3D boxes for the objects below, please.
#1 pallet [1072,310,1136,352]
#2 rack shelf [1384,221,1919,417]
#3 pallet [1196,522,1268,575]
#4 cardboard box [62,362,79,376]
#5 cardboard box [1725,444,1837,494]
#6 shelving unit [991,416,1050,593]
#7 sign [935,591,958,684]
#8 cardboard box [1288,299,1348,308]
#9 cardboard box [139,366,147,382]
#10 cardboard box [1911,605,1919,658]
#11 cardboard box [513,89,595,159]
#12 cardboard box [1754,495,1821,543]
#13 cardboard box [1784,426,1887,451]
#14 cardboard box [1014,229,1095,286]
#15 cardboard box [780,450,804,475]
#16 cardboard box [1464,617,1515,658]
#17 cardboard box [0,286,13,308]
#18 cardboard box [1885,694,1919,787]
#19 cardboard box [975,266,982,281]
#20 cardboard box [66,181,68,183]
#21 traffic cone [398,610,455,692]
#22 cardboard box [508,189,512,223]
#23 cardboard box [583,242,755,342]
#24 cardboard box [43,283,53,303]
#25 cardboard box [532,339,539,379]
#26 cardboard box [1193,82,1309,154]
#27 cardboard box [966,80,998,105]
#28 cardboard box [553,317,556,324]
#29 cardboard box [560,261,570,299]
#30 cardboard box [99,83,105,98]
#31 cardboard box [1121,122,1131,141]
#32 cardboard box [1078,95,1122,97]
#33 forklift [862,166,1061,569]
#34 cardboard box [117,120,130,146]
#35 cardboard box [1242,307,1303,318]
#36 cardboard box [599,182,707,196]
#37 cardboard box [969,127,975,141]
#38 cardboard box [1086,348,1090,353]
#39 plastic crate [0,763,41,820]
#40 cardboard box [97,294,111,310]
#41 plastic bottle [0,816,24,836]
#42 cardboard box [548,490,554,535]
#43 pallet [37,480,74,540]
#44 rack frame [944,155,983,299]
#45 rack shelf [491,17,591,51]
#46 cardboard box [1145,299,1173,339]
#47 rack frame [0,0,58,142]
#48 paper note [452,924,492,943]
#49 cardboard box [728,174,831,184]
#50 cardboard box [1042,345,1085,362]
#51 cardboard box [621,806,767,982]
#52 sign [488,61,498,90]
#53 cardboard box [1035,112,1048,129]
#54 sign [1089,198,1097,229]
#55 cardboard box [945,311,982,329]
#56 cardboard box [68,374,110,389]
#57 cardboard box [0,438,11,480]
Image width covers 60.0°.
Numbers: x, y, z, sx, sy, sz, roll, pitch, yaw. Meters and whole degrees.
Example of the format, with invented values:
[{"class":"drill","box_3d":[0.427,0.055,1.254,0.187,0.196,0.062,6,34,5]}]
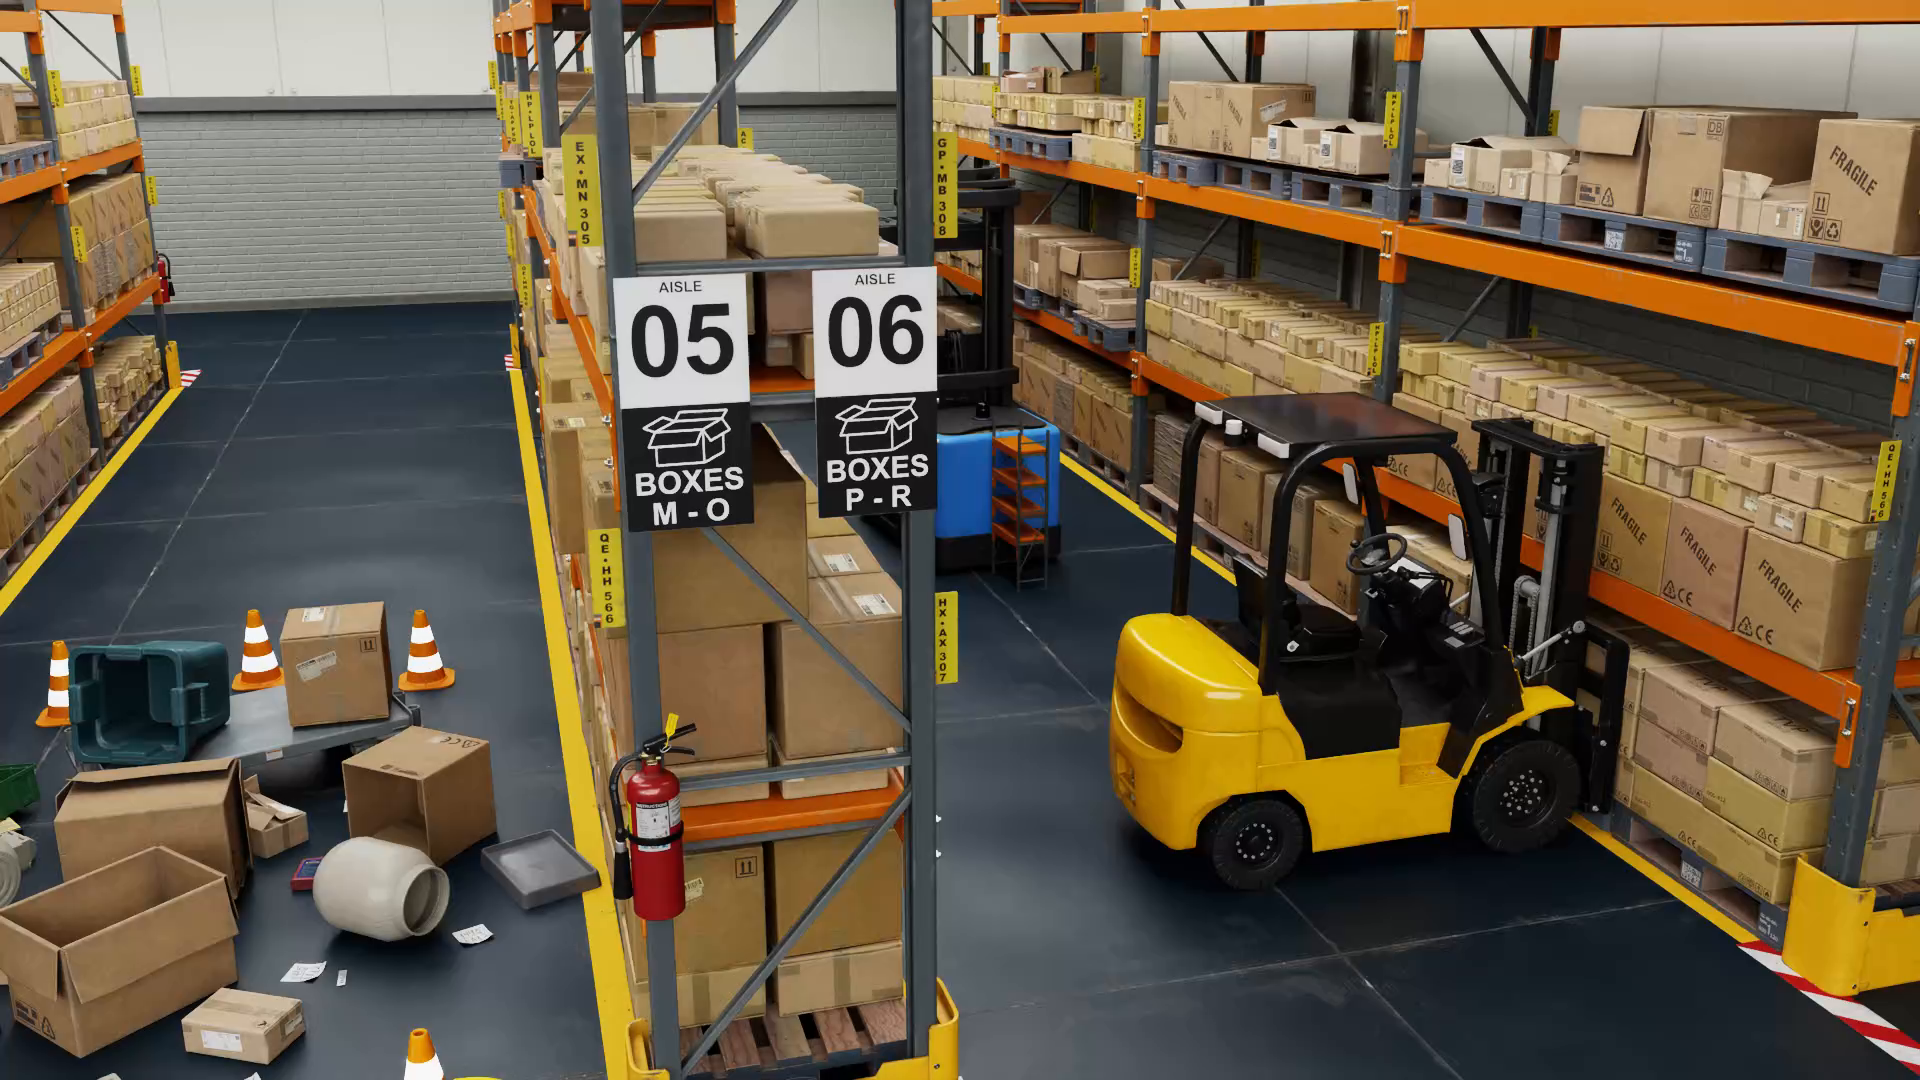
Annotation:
[{"class":"pallet","box_3d":[1.741,-1.906,14.916,1.213,0.211,1.003,-5,17,-15]},{"class":"rack shelf","box_3d":[3.643,-1.248,8.430,1.077,0.370,4.000,-5,17,-15]},{"class":"pallet","box_3d":[2.515,0.087,12.794,1.003,0.211,1.213,-5,17,-15]},{"class":"cardboard box","box_3d":[-9.348,-1.740,17.223,0.380,0.149,0.250,-5,17,-15]},{"class":"cardboard box","box_3d":[3.696,-0.322,7.493,0.380,0.149,0.250,-4,17,-14]},{"class":"shelving unit","box_3d":[0.440,-0.265,12.250,0.258,1.200,0.503,-6,18,-20]},{"class":"sign","box_3d":[-0.057,0.333,5.625,0.100,0.325,0.005,-5,17,-15]},{"class":"cardboard box","box_3d":[2.751,-1.757,12.786,0.380,0.149,0.250,-5,17,-16]},{"class":"cardboard box","box_3d":[-8.989,-1.785,17.888,0.380,0.149,0.250,-4,17,-14]},{"class":"cardboard box","box_3d":[4.324,0.190,7.431,0.500,0.500,0.500,-4,17,-13]},{"class":"cardboard box","box_3d":[-3.026,-3.202,12.774,0.797,0.503,0.637,-6,18,-19]},{"class":"cardboard box","box_3d":[3.730,-0.104,7.282,0.380,0.149,0.250,-4,17,-14]},{"class":"cardboard box","box_3d":[4.127,-0.430,7.852,0.380,0.149,0.250,-5,17,-15]},{"class":"cardboard box","box_3d":[0.955,-2.876,16.910,0.700,0.500,0.500,-5,17,-15]},{"class":"cardboard box","box_3d":[-1.021,-0.118,7.940,0.500,0.500,0.500,-4,17,-14]},{"class":"cardboard box","box_3d":[3.197,0.604,9.407,0.500,0.250,0.500,-5,17,-16]},{"class":"cardboard box","box_3d":[-7.877,-1.945,13.384,0.380,0.149,0.250,-5,17,-16]},{"class":"cardboard box","box_3d":[4.243,0.886,7.600,0.500,0.250,0.500,-5,17,-16]},{"class":"cardboard box","box_3d":[0.378,-3.010,18.697,0.380,0.149,0.250,-4,17,-14]},{"class":"cardboard box","box_3d":[-9.573,-3.455,17.312,0.500,0.500,0.500,-5,17,-16]},{"class":"traffic cone","box_3d":[-3.365,0.667,10.428,0.336,0.463,0.334,-5,17,-15]},{"class":"cardboard box","box_3d":[-4.682,-3.585,18.260,0.500,0.500,0.500,-5,17,-15]},{"class":"cardboard box","box_3d":[-0.978,-0.837,5.554,0.500,0.250,0.500,-5,17,-16]},{"class":"cardboard box","box_3d":[-8.235,-2.165,14.637,0.380,0.149,0.250,-5,17,-15]},{"class":"cardboard box","box_3d":[-3.166,-1.470,13.392,0.500,0.250,0.500,-5,18,-17]},{"class":"cardboard box","box_3d":[2.194,-3.198,12.593,0.700,0.500,0.500,-5,17,-16]},{"class":"cardboard box","box_3d":[0.377,-4.929,18.308,0.500,0.250,0.500,-5,17,-16]},{"class":"cardboard box","box_3d":[-2.322,-1.391,10.322,0.380,0.149,0.250,-5,18,-18]},{"class":"cardboard box","box_3d":[-1.558,-1.163,7.332,0.380,0.149,0.250,-5,17,-16]},{"class":"cardboard box","box_3d":[-9.100,-4.656,17.223,0.380,0.149,0.250,-5,17,-17]},{"class":"cardboard box","box_3d":[1.613,-3.524,14.323,0.380,0.149,0.250,-5,17,-17]},{"class":"cardboard box","box_3d":[1.369,-4.271,16.258,0.380,0.149,0.250,-5,18,-17]},{"class":"forklift","box_3d":[-0.221,-1.571,13.588,1.130,2.935,3.031,-6,18,-20]},{"class":"cardboard box","box_3d":[-9.181,-4.335,17.717,0.500,0.250,0.500,-5,17,-15]},{"class":"cardboard box","box_3d":[2.328,-1.642,12.404,0.380,0.149,0.250,-5,17,-15]},{"class":"cardboard box","box_3d":[-1.158,-1.264,6.282,0.380,0.149,0.250,-5,17,-15]},{"class":"cardboard box","box_3d":[0.320,-4.526,18.528,0.380,0.149,0.250,-5,17,-15]},{"class":"cardboard box","box_3d":[1.522,-1.950,17.218,0.380,0.149,0.250,-6,18,-18]},{"class":"plastic crate","box_3d":[-5.102,1.367,8.475,0.450,0.188,0.662,-6,15,16]},{"class":"cardboard box","box_3d":[-8.713,-2.379,16.595,0.380,0.149,0.250,-4,17,-14]},{"class":"plastic bottle","box_3d":[-4.882,1.468,8.459,0.283,0.061,0.133,16,23,42]},{"class":"cardboard box","box_3d":[-2.631,-0.208,12.768,0.950,0.372,0.625,-6,18,-19]},{"class":"pallet","box_3d":[-8.054,-0.221,13.820,1.003,0.211,1.213,-5,17,-15]},{"class":"rack frame","box_3d":[-0.204,-4.029,21.650,1.000,3.000,0.127,-5,17,-15]},{"class":"rack shelf","box_3d":[-4.426,-5.419,17.796,1.077,0.370,4.000,-5,17,-15]},{"class":"cardboard box","box_3d":[1.858,-1.839,13.753,0.500,0.250,0.500,-5,17,-15]},{"class":"rack frame","box_3d":[-8.608,-4.983,14.398,1.000,3.000,0.127,-5,17,-15]},{"class":"paper note","box_3d":[-2.195,1.774,7.494,0.142,0.019,0.148,-12,20,-34]},{"class":"cardboard box","box_3d":[-0.725,-1.380,6.667,0.380,0.149,0.250,-4,17,-14]},{"class":"cardboard box","box_3d":[1.058,-1.901,17.055,0.380,0.149,0.250,-5,17,-16]},{"class":"cardboard box","box_3d":[-1.049,1.346,6.503,0.500,0.500,0.500,-5,17,-15]},{"class":"sign","box_3d":[-5.511,-5.486,19.631,0.100,0.325,0.005,-5,17,-15]},{"class":"cardboard box","box_3d":[0.939,-4.020,15.940,0.380,0.149,0.250,-4,17,-14]},{"class":"sign","box_3d":[1.428,-3.522,17.949,0.100,0.325,0.005,-5,17,-15]},{"class":"cardboard box","box_3d":[0.120,-2.462,20.050,0.500,0.500,0.500,-4,17,-14]},{"class":"cardboard box","box_3d":[-8.733,-1.559,16.620,0.380,0.149,0.250,-5,17,-17]},{"class":"cardboard box","box_3d":[-7.465,-0.576,12.467,0.500,0.250,0.500,-6,18,-18]}]
